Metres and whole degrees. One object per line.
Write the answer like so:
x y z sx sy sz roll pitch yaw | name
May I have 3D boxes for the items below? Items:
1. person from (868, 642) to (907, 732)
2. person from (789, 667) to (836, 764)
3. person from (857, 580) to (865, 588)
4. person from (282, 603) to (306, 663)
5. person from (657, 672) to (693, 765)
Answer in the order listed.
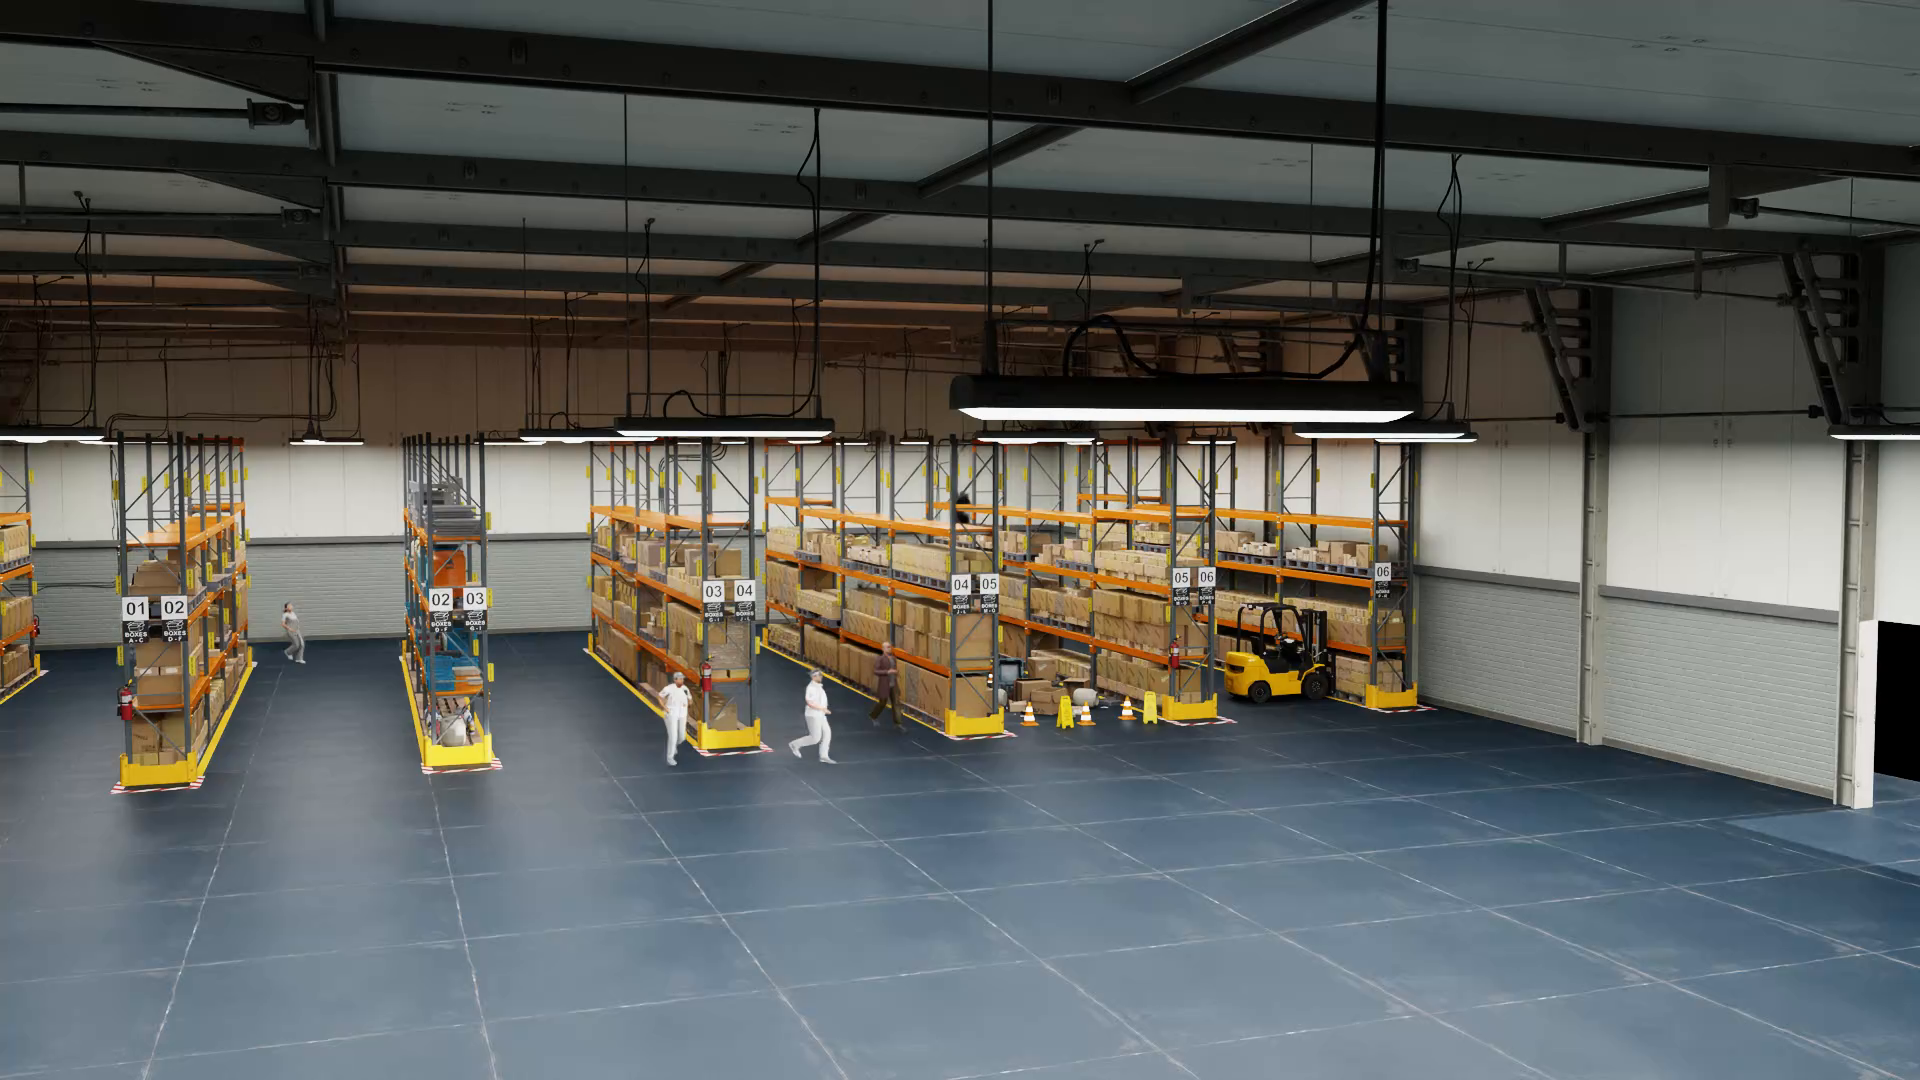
-1.477 2.947 33.550 0.707 1.791 1.036 -3 4 -44 | person
-2.669 3.187 30.207 0.856 1.776 0.642 0 3 8 | person
-2.763 1.999 46.616 0.562 1.735 0.809 -1 3 -17 | person
-17.756 2.486 44.217 0.641 1.616 0.609 1 3 18 | person
-5.194 3.241 30.491 0.635 1.647 0.850 -2 4 -37 | person
